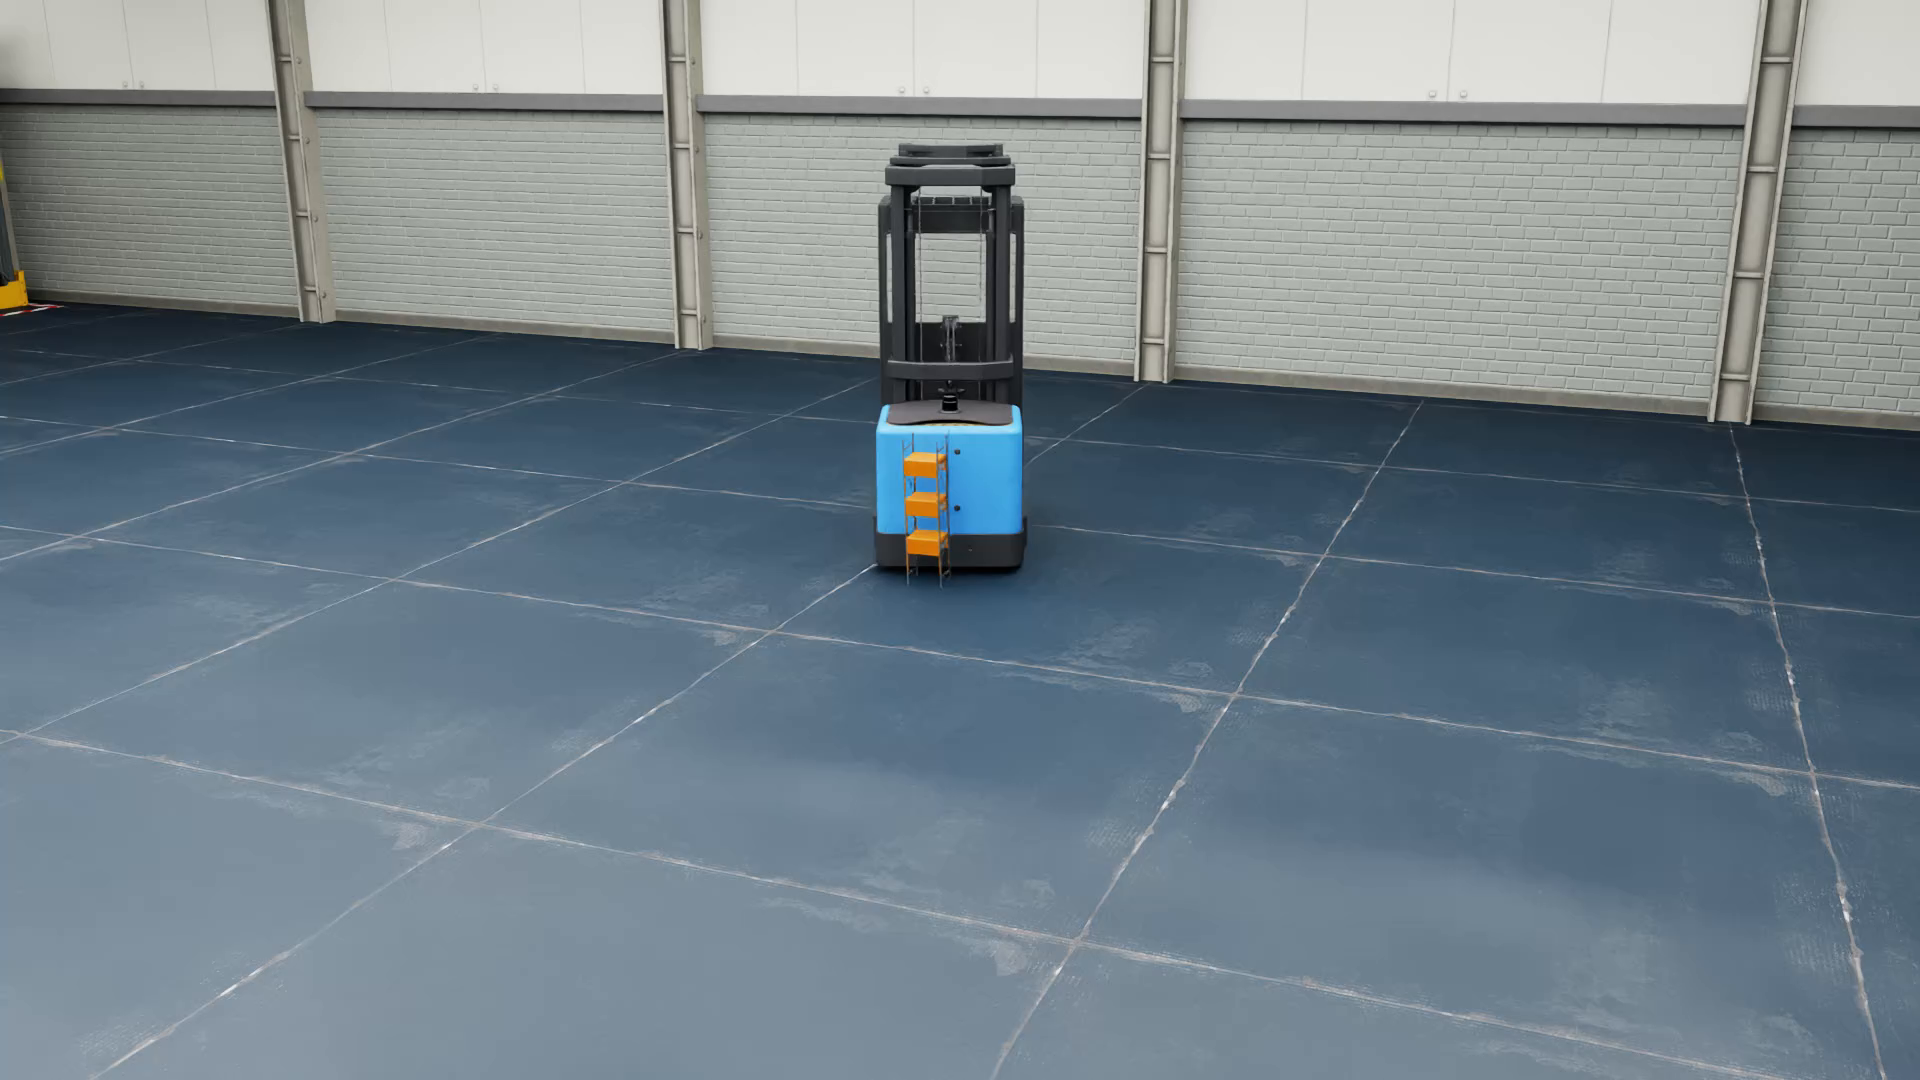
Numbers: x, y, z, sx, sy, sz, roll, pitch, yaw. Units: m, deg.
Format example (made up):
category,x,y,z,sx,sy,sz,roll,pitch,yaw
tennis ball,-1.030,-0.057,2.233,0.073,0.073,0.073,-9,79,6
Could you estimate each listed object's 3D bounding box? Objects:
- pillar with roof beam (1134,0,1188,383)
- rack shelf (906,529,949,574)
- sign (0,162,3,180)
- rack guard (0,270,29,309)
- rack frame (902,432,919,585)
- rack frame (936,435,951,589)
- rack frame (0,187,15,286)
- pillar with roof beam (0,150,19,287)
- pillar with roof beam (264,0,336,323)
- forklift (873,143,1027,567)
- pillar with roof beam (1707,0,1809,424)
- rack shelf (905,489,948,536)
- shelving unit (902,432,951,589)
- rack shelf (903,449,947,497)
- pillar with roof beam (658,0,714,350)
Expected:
category,x,y,z,sx,sy,sz,roll,pitch,yaw
pillar with roof beam,0.636,-5.036,13.879,0.400,9.000,9.100,6,17,21
rack shelf,-0.220,0.071,11.556,0.240,0.259,0.215,5,20,19
sign,-14.003,-5.405,24.215,0.005,0.325,0.100,6,17,21
rack guard,-14.190,-3.605,24.193,0.348,0.500,1.175,6,17,21
rack frame,-0.342,-0.212,11.501,0.008,1.050,0.200,5,20,19
rack frame,-0.112,-0.191,11.422,0.008,1.050,0.200,5,20,19
rack frame,-14.212,-4.807,23.853,0.127,3.000,1.000,6,17,21
pillar with roof beam,-16.109,-6.877,20.221,0.400,9.000,9.100,6,17,21
pillar with roof beam,-10.527,-6.263,18.107,0.400,9.000,9.100,6,17,21
forklift,-0.064,-1.572,12.830,1.130,2.935,3.031,0,16,0
pillar with roof beam,6.217,-4.422,11.765,0.400,9.000,9.100,6,17,21
rack shelf,-0.227,-0.192,11.465,0.240,0.259,0.215,5,20,19
shelving unit,-0.227,-0.202,11.461,0.252,1.050,0.215,5,20,19
rack shelf,-0.234,-0.460,11.372,0.240,0.259,0.215,5,20,19
pillar with roof beam,-4.946,-5.649,15.993,0.400,9.000,9.100,6,17,21
